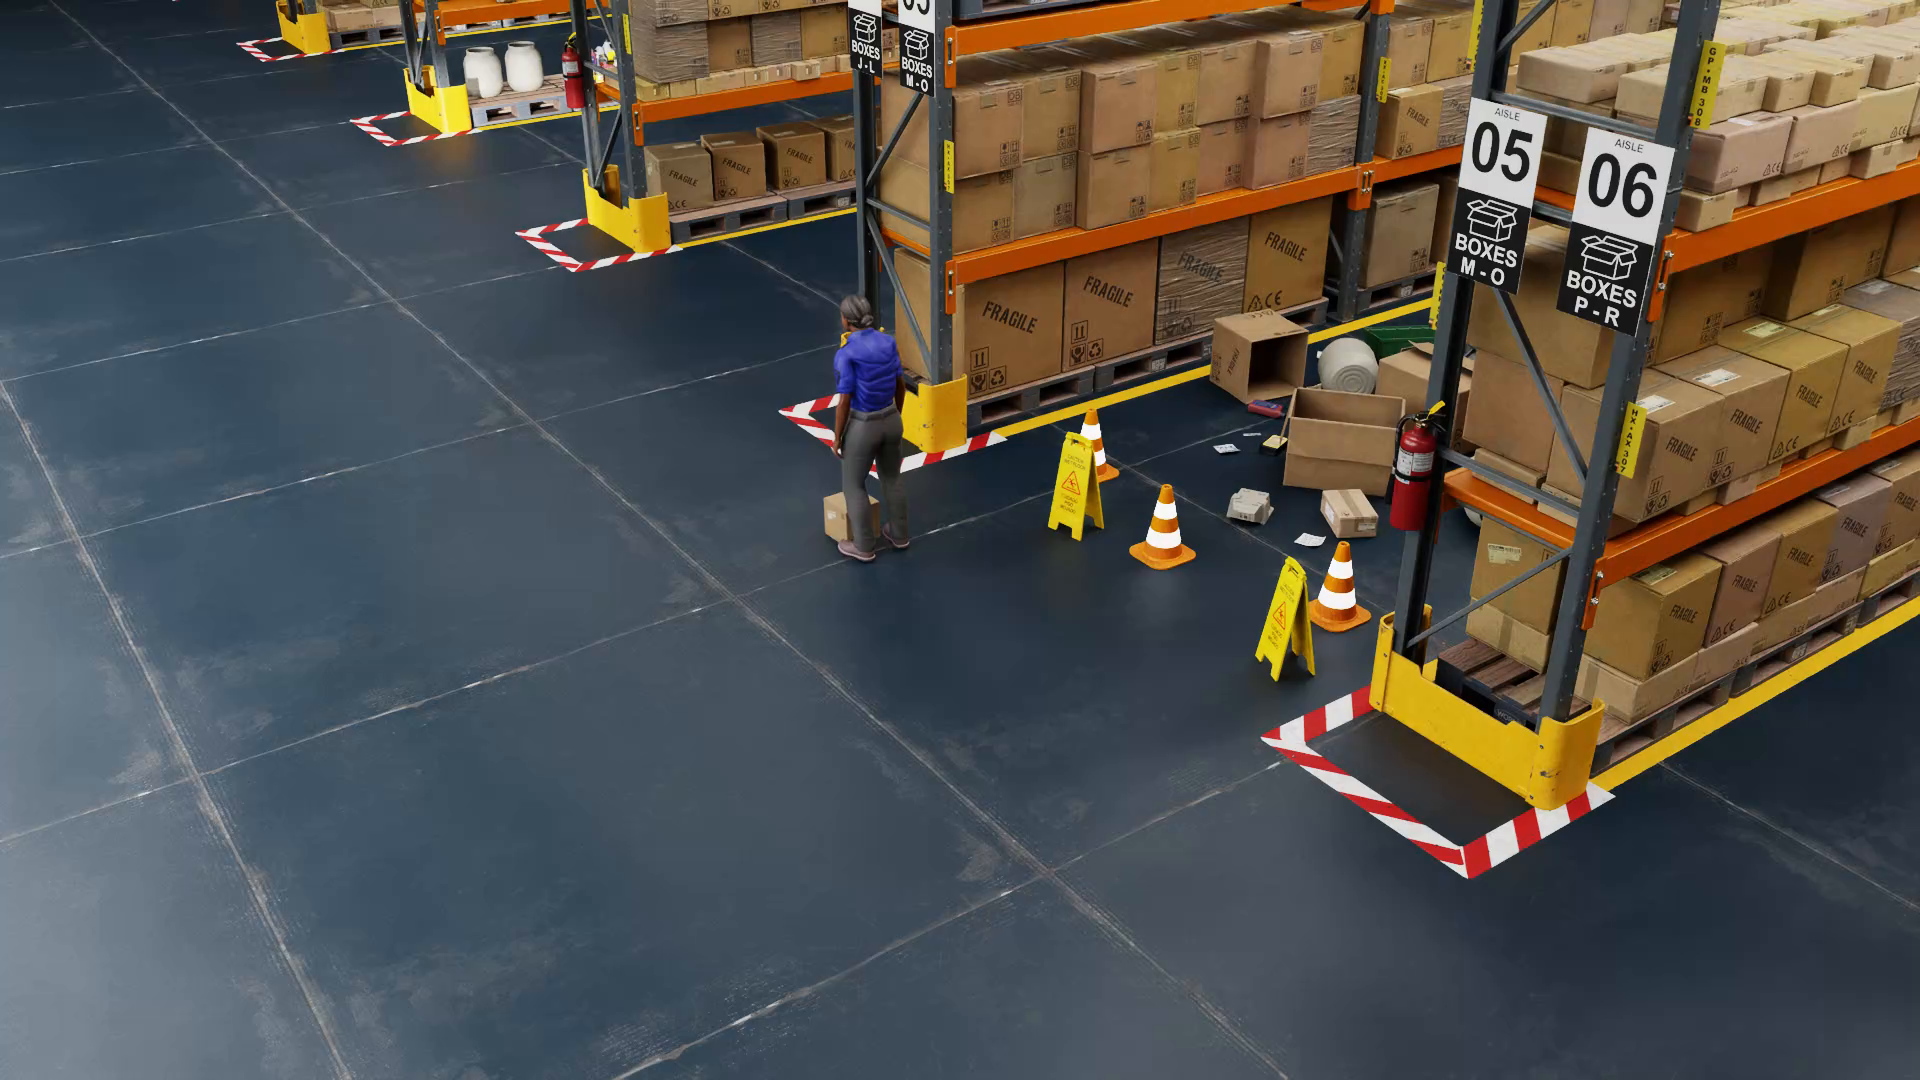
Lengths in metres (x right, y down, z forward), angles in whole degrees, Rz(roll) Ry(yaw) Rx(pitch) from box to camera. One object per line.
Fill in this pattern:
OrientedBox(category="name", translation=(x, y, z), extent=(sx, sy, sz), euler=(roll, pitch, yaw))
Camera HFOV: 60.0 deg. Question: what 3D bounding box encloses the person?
OrientedBox(category="person", translation=(-0.530, -0.665, 9.841), extent=(0.530, 1.654, 0.352), euler=(-21, 35, -33))
